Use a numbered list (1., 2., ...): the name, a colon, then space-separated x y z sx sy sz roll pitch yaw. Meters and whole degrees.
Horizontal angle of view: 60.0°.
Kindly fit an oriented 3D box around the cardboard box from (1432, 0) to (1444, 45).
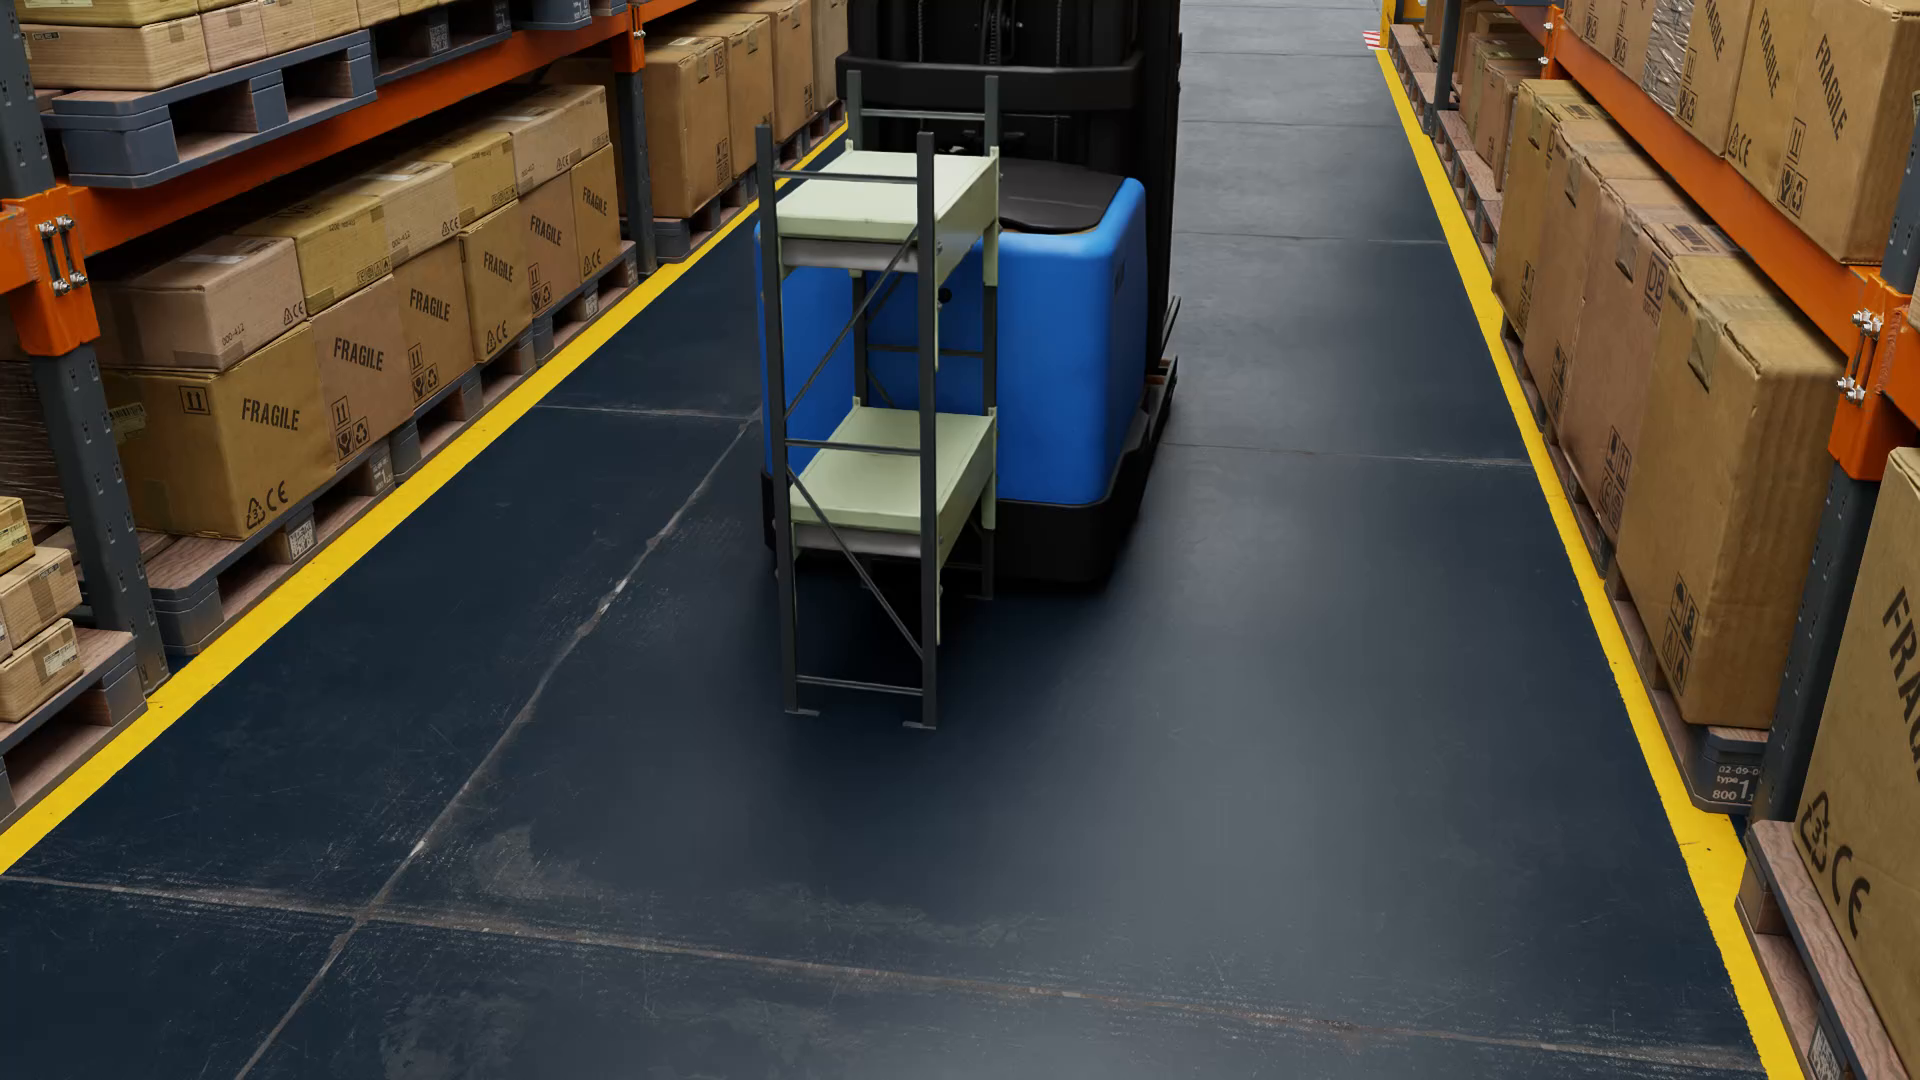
1. cardboard box: 4.039 -4.175 13.084 0.500 0.500 0.500 11 27 22

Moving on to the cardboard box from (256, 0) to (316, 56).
1. cardboard box: -2.014 -1.426 4.559 0.380 0.149 0.250 4 25 9

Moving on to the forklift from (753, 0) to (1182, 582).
1. forklift: 0.222 -1.805 5.648 1.130 2.935 3.031 5 26 11

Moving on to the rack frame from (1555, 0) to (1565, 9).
1. rack frame: 2.914 -2.283 6.589 1.000 3.000 0.127 4 25 9

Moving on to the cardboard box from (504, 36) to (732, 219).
1. cardboard box: -1.774 -2.089 8.333 1.050 0.750 0.750 4 25 8

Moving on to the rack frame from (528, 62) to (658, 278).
1. rack frame: -1.962 -2.669 7.414 1.000 3.000 0.127 4 25 9

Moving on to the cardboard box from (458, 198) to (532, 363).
1. cardboard box: -1.971 -0.995 6.290 0.500 0.500 0.500 3 25 6

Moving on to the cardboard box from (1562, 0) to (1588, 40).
1. cardboard box: 2.566 -2.144 6.174 0.500 0.500 0.500 5 26 10

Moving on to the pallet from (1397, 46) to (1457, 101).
1. pallet: 3.840 -3.488 12.453 1.003 0.211 1.213 4 25 9

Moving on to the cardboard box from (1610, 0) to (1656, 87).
1. cardboard box: 2.404 -1.714 5.255 0.500 0.500 0.500 4 25 8

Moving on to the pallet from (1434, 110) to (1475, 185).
1. pallet: 3.442 -2.367 10.059 1.003 0.211 1.213 4 25 9

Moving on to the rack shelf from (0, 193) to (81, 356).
1. rack shelf: -2.943 0.166 2.205 1.077 0.370 4.000 4 25 9

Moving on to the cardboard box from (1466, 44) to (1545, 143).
1. cardboard box: 3.350 -2.570 9.631 0.700 0.500 0.500 4 25 8

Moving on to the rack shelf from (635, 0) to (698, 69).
1. rack shelf: -1.636 -3.180 9.353 1.077 0.370 4.000 4 25 9

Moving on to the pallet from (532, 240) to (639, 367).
1. pallet: -2.092 -1.079 7.307 1.003 0.211 1.213 4 25 9

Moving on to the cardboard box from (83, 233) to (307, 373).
1. cardboard box: -2.235 -0.685 4.743 0.500 0.250 0.500 3 25 6

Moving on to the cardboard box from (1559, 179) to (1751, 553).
1. cardboard box: 2.491 -0.481 4.750 1.225 0.875 0.875 3 25 7

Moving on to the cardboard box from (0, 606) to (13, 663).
1. cardboard box: -2.386 0.238 3.720 0.380 0.149 0.250 3 25 6

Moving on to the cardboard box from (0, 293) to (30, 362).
1. cardboard box: -2.744 -0.723 4.825 0.500 0.250 0.500 3 25 7

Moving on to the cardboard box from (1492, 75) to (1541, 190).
1. cardboard box: 3.168 -2.102 8.633 0.700 0.500 0.500 6 26 13

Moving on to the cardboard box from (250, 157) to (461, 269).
1. cardboard box: -2.062 -1.120 5.674 0.500 0.250 0.500 5 26 11

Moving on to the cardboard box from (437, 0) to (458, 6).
1. cardboard box: -1.846 -1.857 5.480 0.380 0.149 0.250 3 25 6

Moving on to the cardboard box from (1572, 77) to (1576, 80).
1. cardboard box: 2.994 -1.972 7.470 0.500 0.250 0.500 5 26 11

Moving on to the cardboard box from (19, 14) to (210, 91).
1. cardboard box: -2.098 -1.205 4.088 0.380 0.149 0.250 3 25 6

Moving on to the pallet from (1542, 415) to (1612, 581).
1. pallet: 2.509 -0.187 5.400 1.003 0.211 1.213 4 25 9

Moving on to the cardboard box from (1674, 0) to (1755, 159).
1. cardboard box: 2.234 -1.296 4.362 0.500 0.500 0.500 4 25 8

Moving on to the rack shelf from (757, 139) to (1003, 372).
1. rack shelf: -0.175 -0.721 4.101 0.431 0.370 0.720 5 26 11

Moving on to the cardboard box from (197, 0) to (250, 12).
1. cardboard box: -2.058 -1.449 4.257 0.380 0.149 0.250 4 25 7

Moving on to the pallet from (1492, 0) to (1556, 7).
1. pallet: 2.926 -2.502 7.283 1.213 0.211 1.003 4 25 9

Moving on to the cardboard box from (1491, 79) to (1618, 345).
1. cardboard box: 2.781 -1.224 6.337 1.225 0.875 0.875 3 25 6

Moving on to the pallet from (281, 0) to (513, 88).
1. pallet: -2.246 -1.751 5.680 1.003 0.211 1.213 4 25 9

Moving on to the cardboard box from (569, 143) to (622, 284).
1. cardboard box: -1.812 -1.434 7.228 0.500 0.500 0.500 4 25 8

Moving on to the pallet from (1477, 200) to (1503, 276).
1. pallet: 3.044 -1.347 7.879 1.003 0.211 1.213 4 25 9

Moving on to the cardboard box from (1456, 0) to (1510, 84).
1. cardboard box: 3.759 -3.419 11.469 0.500 0.500 0.500 13 28 25

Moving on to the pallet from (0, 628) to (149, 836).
1. pallet: -2.691 0.550 3.826 1.003 0.211 1.213 4 25 9

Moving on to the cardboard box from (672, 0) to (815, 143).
1. cardboard box: -1.483 -2.844 9.947 1.050 0.750 0.750 4 25 9

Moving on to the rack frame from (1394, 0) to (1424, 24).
1. rack frame: 4.222 -5.629 13.738 1.000 3.000 0.127 4 25 9

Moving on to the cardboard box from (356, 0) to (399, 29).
1. cardboard box: -1.930 -1.637 5.011 0.380 0.149 0.250 3 25 6

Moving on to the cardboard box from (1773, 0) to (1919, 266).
1. cardboard box: 2.068 -0.870 3.453 0.500 0.500 0.500 4 25 9

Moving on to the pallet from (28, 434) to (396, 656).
1. pallet: -2.490 -0.059 5.127 1.003 0.211 1.213 4 25 9

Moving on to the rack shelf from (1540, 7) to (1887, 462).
1. rack shelf: 2.587 -1.121 4.955 1.077 0.370 4.000 4 25 9

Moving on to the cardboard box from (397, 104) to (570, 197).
1. cardboard box: -1.887 -1.551 6.593 0.500 0.250 0.500 4 25 9

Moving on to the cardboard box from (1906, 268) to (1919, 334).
1. cardboard box: 1.884 -0.396 2.854 0.380 0.149 0.250 4 25 9

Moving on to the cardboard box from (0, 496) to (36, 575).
1. cardboard box: -2.417 0.002 3.873 0.380 0.149 0.250 5 25 10

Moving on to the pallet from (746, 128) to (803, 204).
1. pallet: -1.558 -2.239 9.785 1.003 0.211 1.213 4 25 9

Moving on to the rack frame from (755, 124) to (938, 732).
1. rack frame: -0.254 -0.216 3.942 0.400 1.500 0.023 5 26 11

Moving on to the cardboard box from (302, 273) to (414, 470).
1. cardboard box: -2.149 -0.566 5.375 0.500 0.500 0.500 5 26 11

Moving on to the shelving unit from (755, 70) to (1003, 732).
1. shelving unit: -0.175 -0.368 4.266 0.431 1.500 0.755 5 26 11
